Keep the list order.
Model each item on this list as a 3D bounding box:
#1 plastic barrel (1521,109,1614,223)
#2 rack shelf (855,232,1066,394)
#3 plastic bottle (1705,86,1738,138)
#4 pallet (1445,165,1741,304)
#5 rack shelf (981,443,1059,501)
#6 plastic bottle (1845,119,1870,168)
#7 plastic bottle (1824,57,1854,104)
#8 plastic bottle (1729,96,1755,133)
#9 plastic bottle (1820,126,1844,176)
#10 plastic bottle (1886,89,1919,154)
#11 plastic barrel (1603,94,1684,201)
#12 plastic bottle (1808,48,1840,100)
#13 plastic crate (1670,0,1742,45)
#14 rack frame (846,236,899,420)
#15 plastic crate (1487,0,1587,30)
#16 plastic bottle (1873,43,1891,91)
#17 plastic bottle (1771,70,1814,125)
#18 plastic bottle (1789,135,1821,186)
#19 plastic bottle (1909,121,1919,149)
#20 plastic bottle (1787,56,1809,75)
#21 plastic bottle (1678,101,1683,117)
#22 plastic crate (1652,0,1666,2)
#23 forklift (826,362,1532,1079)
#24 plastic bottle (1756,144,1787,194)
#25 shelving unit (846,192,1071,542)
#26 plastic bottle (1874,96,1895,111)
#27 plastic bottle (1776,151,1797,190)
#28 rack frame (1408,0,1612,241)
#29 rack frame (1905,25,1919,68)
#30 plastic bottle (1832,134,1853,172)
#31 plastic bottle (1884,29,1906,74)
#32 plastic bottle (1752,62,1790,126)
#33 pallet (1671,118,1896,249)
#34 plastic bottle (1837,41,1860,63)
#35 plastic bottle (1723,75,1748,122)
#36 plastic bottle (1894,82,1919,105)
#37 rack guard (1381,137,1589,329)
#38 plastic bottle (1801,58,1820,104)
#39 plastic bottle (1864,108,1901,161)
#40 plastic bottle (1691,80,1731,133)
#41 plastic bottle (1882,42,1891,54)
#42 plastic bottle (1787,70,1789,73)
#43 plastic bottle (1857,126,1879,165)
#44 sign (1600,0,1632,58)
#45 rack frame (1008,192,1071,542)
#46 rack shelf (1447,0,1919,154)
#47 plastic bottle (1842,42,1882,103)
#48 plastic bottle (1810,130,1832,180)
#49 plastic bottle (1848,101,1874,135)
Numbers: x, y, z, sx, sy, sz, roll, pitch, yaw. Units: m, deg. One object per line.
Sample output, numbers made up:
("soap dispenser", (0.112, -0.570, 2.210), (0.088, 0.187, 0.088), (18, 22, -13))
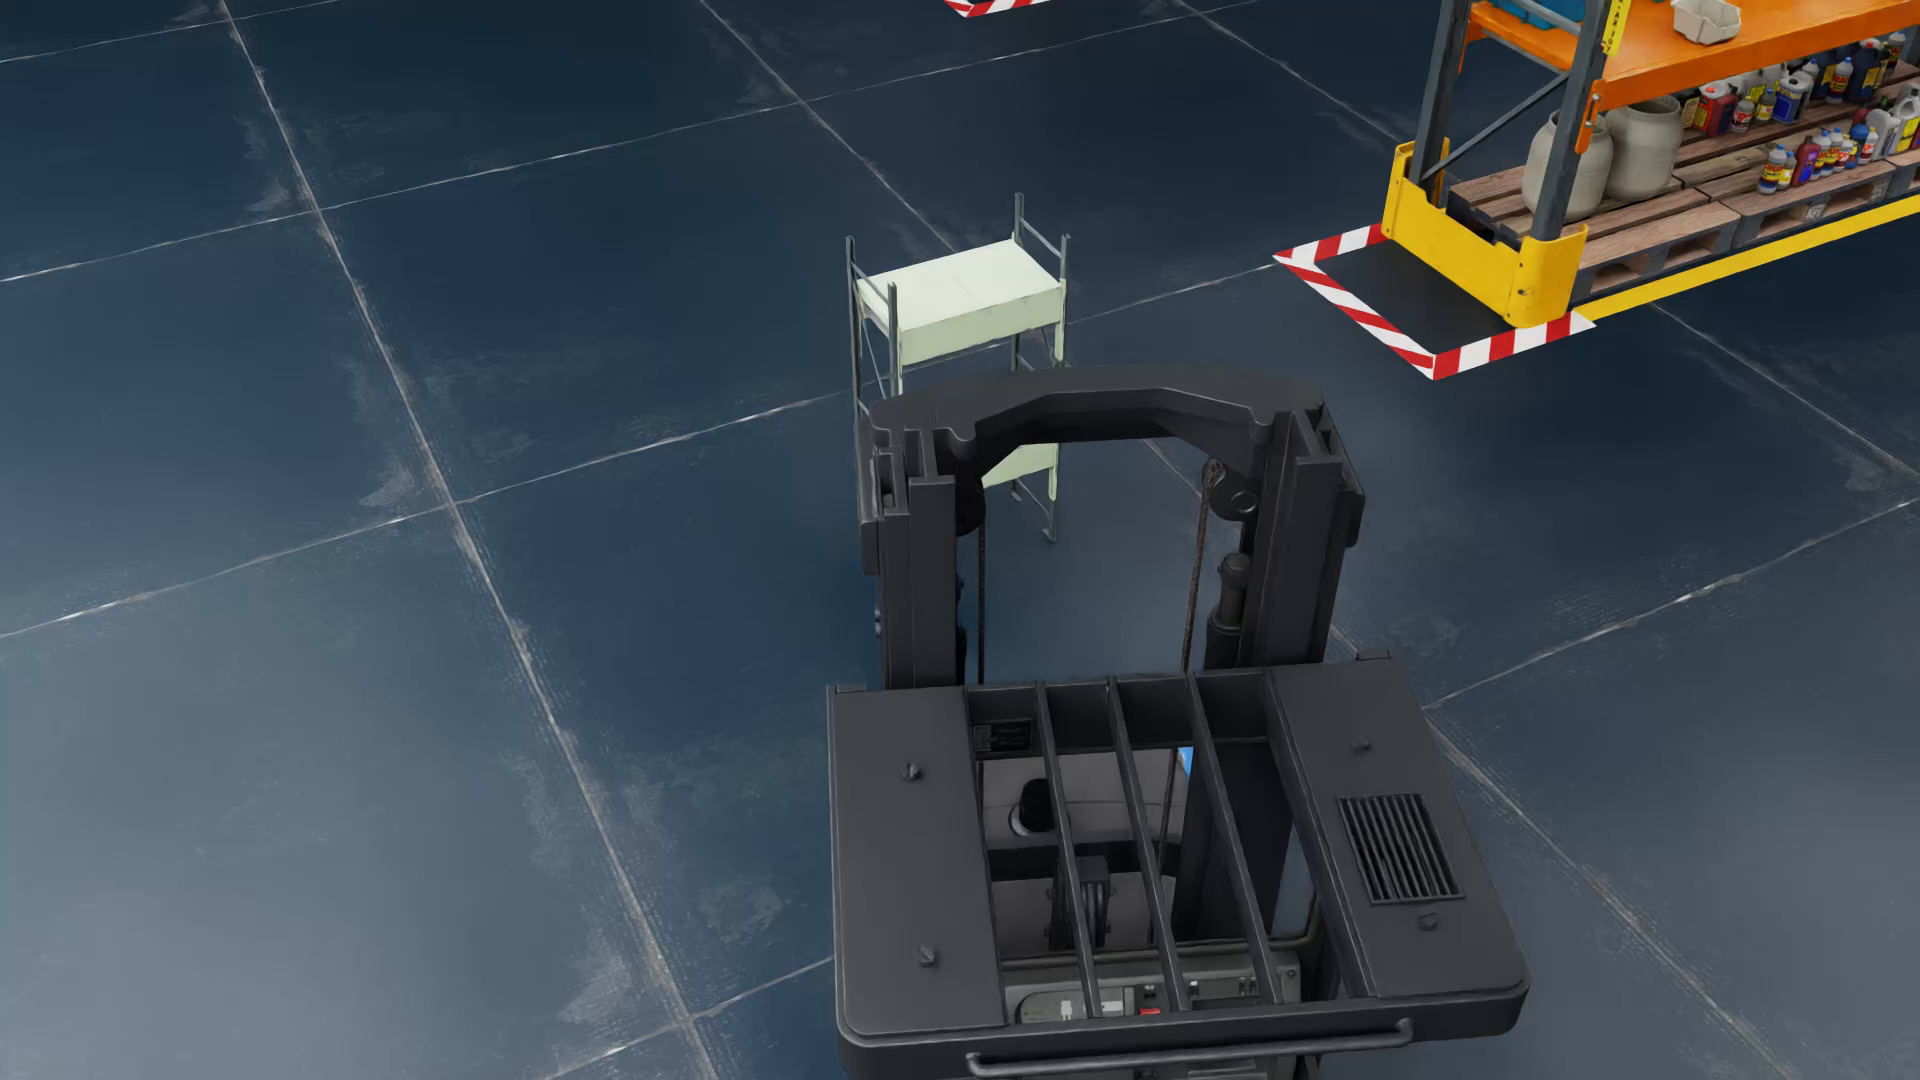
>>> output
("plastic barrel", (3.252, -2.002, 8.894), (0.421, 0.512, 0.421), (0, 40, 0))
("rack shelf", (-0.006, -0.868, 6.511), (0.720, 0.370, 0.431), (-19, 44, -21))
("plastic bottle", (4.416, -2.480, 9.620), (0.133, 0.283, 0.061), (-19, 44, -21))
("pallet", (3.473, -1.775, 9.184), (1.213, 0.211, 1.003), (-19, 44, -21))
("rack shelf", (-0.006, -0.322, 6.974), (0.720, 0.370, 0.431), (-19, 44, -21))
("plastic bottle", (5.028, -2.232, 9.337), (0.097, 0.271, 0.097), (0, 40, 0))
("plastic bottle", (5.271, -2.755, 9.955), (0.097, 0.271, 0.097), (0, 40, 0))
("plastic bottle", (4.564, -2.485, 9.689), (0.097, 0.201, 0.097), (0, 40, 0))
("plastic bottle", (4.849, -2.172, 9.265), (0.097, 0.271, 0.097), (0, 40, 0))
("plastic bottle", (5.357, -2.390, 9.462), (0.185, 0.351, 0.144), (-19, 44, -21))
("plastic barrel", (3.697, -2.151, 9.070), (0.421, 0.512, 0.421), (0, 40, 0))
("plastic bottle", (5.177, -2.842, 9.995), (0.185, 0.351, 0.144), (-20, 44, -22))
("plastic crate", (3.646, -2.533, 8.125), (0.250, 0.136, 0.298), (-19, 44, -21))
("rack frame", (-0.331, -0.461, 6.634), (0.023, 1.500, 0.400), (-19, 44, -21))
("plastic crate", (3.010, -2.815, 8.369), (0.616, 0.251, 0.499), (-19, 44, -21))
("plastic bottle", (5.542, -2.859, 10.067), (0.133, 0.283, 0.061), (-19, 44, -21))
("plastic bottle", (4.890, -2.609, 9.778), (0.135, 0.276, 0.152), (-19, 44, -21))
("plastic bottle", (4.665, -2.101, 9.173), (0.133, 0.283, 0.061), (-18, 43, -20))
("plastic bottle", (5.518, -2.388, 9.512), (0.133, 0.283, 0.061), (-16, 43, -18))
("plastic bottle", (5.011, -2.791, 9.987), (0.133, 0.283, 0.061), (-17, 43, -19))
("plastic bottle", (4.130, -2.450, 9.648), (0.097, 0.201, 0.097), (0, 40, 0))
("plastic crate", (3.588, -3.005, 8.594), (0.408, 0.251, 0.499), (-19, 44, -21))
("forklift", (0.317, 1.218, 3.543), (1.130, 2.935, 3.031), (-3, 40, -4))
("plastic bottle", (4.456, -2.040, 9.109), (0.097, 0.271, 0.097), (0, 40, 0))
("shelving unit", (-0.006, -0.570, 6.763), (0.755, 1.500, 0.431), (-19, 44, -21))
("plastic bottle", (5.287, -2.416, 9.544), (0.133, 0.283, 0.061), (-19, 44, -21))
("plastic bottle", (4.548, -2.044, 9.168), (0.097, 0.201, 0.097), (0, 40, 0))
("rack frame", (2.704, -2.551, 7.942), (0.127, 3.000, 1.000), (-19, 44, -21))
("rack frame", (6.252, -3.744, 9.352), (0.127, 3.000, 1.000), (-19, 44, -21))
("plastic bottle", (4.937, -2.175, 9.323), (0.097, 0.201, 0.097), (0, 40, 0))
("plastic bottle", (5.767, -3.027, 10.276), (0.097, 0.271, 0.097), (0, 40, 0))
("plastic bottle", (4.779, -2.673, 9.796), (0.284, 0.351, 0.242), (-19, 44, -21))
("pallet", (4.553, -2.137, 9.611), (1.213, 0.211, 1.003), (-19, 44, -21))
("plastic bottle", (5.344, -2.898, 10.062), (0.185, 0.351, 0.144), (-17, 43, -20))
("plastic bottle", (4.490, -2.579, 9.743), (0.135, 0.276, 0.152), (-20, 44, -22))
("plastic bottle", (5.553, -2.536, 9.691), (0.135, 0.276, 0.152), (-19, 44, -21))
("rack guard", (2.750, -1.646, 8.808), (0.348, 0.500, 1.175), (-19, 44, -21))
("plastic bottle", (5.063, -2.746, 9.944), (0.097, 0.271, 0.097), (0, 40, 0))
("plastic bottle", (5.211, -2.316, 9.431), (0.135, 0.276, 0.152), (-18, 43, -20))
("plastic bottle", (4.367, -2.538, 9.694), (0.135, 0.276, 0.152), (-18, 44, -20))
("plastic bottle", (5.676, -2.970, 10.262), (0.097, 0.201, 0.097), (0, 40, 0))
("plastic bottle", (4.915, -2.714, 9.960), (0.097, 0.201, 0.097), (0, 40, 0))
("plastic bottle", (5.119, -2.236, 9.395), (0.097, 0.201, 0.097), (0, 40, 0))
("sign", (2.954, -2.340, 7.478), (0.005, 0.325, 0.100), (-19, 44, -21))
("rack frame", (0.319, -0.680, 6.892), (0.023, 1.500, 0.400), (-19, 44, -21))
("rack shelf", (4.478, -2.873, 8.879), (4.000, 0.370, 1.077), (-19, 44, -21))
("plastic bottle", (5.411, -2.816, 9.964), (0.185, 0.351, 0.144), (-19, 44, -21))
("plastic bottle", (4.760, -2.142, 9.230), (0.097, 0.271, 0.097), (0, 40, 0))
("plastic bottle", (5.161, -2.379, 9.501), (0.133, 0.283, 0.061), (-19, 44, -21))
